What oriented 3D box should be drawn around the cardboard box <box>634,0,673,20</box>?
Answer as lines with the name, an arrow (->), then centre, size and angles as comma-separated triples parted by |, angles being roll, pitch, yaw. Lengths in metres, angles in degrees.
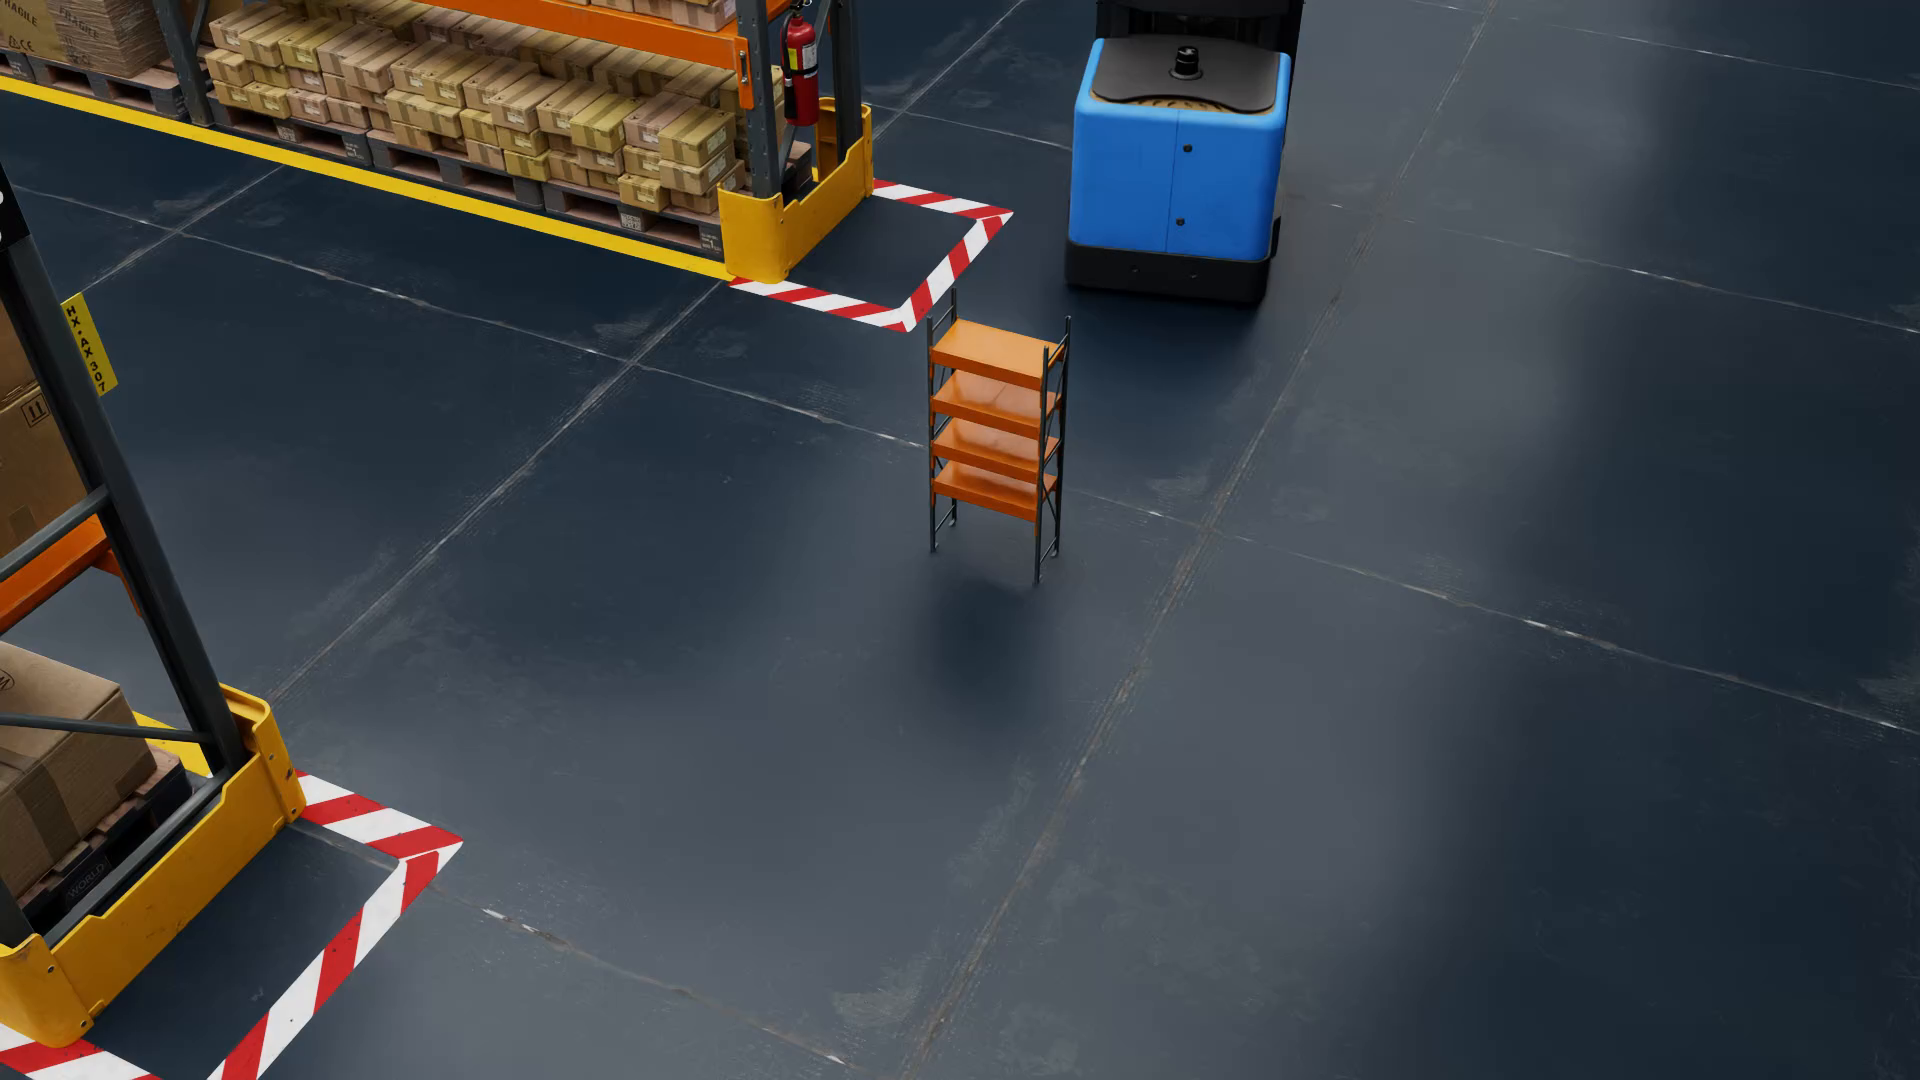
cardboard box -> -1.433, -2.766, 8.343 | 0.250, 0.149, 0.380 | 17, 44, 19

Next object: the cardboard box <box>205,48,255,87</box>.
cardboard box -> -4.240, -2.858, 9.886 | 0.250, 0.149, 0.380 | 19, 44, 21

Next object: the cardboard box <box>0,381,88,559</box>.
cardboard box -> -3.123, -0.222, 5.140 | 0.500, 0.500, 0.500 | 17, 44, 18

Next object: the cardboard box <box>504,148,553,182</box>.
cardboard box -> -2.339, -2.180, 9.331 | 0.250, 0.149, 0.380 | 15, 43, 17

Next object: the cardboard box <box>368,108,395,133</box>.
cardboard box -> -3.241, -2.539, 9.745 | 0.250, 0.149, 0.380 | 15, 43, 17

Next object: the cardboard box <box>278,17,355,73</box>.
cardboard box -> -3.734, -2.890, 9.696 | 0.250, 0.149, 0.380 | 16, 44, 18

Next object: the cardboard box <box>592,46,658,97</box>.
cardboard box -> -1.874, -2.670, 9.442 | 0.250, 0.149, 0.380 | 15, 43, 17

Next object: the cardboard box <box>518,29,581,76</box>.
cardboard box -> -2.340, -2.853, 9.653 | 0.250, 0.149, 0.380 | 18, 44, 19

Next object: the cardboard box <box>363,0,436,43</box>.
cardboard box -> -3.321, -3.087, 9.923 | 0.250, 0.149, 0.380 | 18, 44, 20

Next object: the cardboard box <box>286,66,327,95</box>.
cardboard box -> -3.736, -2.795, 9.814 | 0.250, 0.149, 0.380 | 17, 44, 18

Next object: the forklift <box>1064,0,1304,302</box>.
forklift -> 1.325, -3.300, 8.820 | 1.130, 2.935, 3.031 | 7, 41, 8

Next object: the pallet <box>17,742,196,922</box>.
pallet -> -3.567, 0.998, 5.938 | 1.213, 0.211, 1.003 | 17, 44, 19

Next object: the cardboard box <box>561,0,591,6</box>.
cardboard box -> -1.907, -2.883, 8.478 | 0.250, 0.149, 0.380 | 18, 44, 20

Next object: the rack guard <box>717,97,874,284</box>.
rack guard -> -0.877, -1.924, 9.088 | 0.348, 0.500, 1.175 | 17, 44, 19

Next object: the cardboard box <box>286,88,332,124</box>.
cardboard box -> -3.750, -2.633, 9.854 | 0.250, 0.149, 0.380 | 17, 44, 18

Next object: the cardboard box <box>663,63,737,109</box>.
cardboard box -> -1.440, -2.505, 9.252 | 0.250, 0.149, 0.380 | 18, 44, 19

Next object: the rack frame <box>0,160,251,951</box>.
rack frame -> -2.809, 0.119, 4.823 | 0.127, 3.000, 1.000 | 17, 44, 19

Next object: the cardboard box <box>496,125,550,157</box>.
cardboard box -> -2.353, -2.296, 9.238 | 0.250, 0.149, 0.380 | 18, 44, 19

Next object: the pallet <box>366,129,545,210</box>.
pallet -> -2.700, -2.399, 9.857 | 1.213, 0.211, 1.003 | 17, 44, 19

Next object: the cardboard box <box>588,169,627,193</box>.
cardboard box -> -1.852, -2.086, 9.222 | 0.250, 0.149, 0.380 | 17, 44, 18

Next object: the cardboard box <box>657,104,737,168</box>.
cardboard box -> -1.395, -2.150, 8.842 | 0.250, 0.149, 0.380 | 17, 44, 19

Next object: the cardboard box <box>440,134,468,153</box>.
cardboard box -> -2.776, -2.382, 9.564 | 0.250, 0.149, 0.380 | 18, 44, 20

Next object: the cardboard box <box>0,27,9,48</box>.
cardboard box -> -6.138, -3.511, 10.599 | 0.500, 0.500, 0.500 | 16, 43, 18

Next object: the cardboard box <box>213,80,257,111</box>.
cardboard box -> -4.239, -2.745, 9.982 | 0.250, 0.149, 0.380 | 15, 43, 17

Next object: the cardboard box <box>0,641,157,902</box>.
cardboard box -> -3.450, 0.805, 5.667 | 0.875, 0.438, 0.875 | 16, 43, 17

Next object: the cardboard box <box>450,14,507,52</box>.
cardboard box -> -2.787, -2.999, 9.822 | 0.250, 0.149, 0.380 | 16, 43, 17

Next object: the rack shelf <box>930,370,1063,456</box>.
rack shelf -> 0.150, -0.526, 6.702 | 0.480, 0.148, 0.258 | 17, 44, 19

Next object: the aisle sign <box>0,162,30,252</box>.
aisle sign -> -2.622, -1.016, 4.147 | 0.004, 0.787, 0.394 | 17, 44, 19

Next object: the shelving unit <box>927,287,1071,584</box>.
shelving unit -> 0.150, -0.408, 6.804 | 0.503, 1.200, 0.258 | 17, 44, 19

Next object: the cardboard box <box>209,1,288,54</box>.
cardboard box -> -4.208, -3.043, 9.872 | 0.250, 0.149, 0.380 | 19, 44, 20

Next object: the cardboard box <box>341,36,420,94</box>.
cardboard box -> -3.292, -2.713, 9.491 | 0.250, 0.149, 0.380 | 18, 44, 20

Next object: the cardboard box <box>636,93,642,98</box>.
cardboard box -> -1.844, -2.598, 9.587 | 0.250, 0.149, 0.380 | 18, 44, 20

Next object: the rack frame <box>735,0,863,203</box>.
rack frame -> -0.808, -2.847, 8.245 | 0.127, 3.000, 1.000 | 17, 44, 19

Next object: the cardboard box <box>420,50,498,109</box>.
cardboard box -> -2.803, -2.595, 9.355 | 0.250, 0.149, 0.380 | 17, 44, 19

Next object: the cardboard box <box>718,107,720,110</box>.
cardboard box -> -1.399, -2.448, 9.413 | 0.250, 0.149, 0.380 | 17, 44, 18

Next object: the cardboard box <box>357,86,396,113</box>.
cardboard box -> -3.254, -2.629, 9.622 | 0.250, 0.149, 0.380 | 19, 44, 21

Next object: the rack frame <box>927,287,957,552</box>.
rack frame -> -0.071, -0.475, 6.882 | 0.015, 1.200, 0.240 | 17, 44, 19

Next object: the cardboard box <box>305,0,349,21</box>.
cardboard box -> -3.752, -3.270, 10.134 | 0.250, 0.149, 0.380 | 18, 44, 19

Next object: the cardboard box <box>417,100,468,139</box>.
cardboard box -> -2.839, -2.438, 9.402 | 0.250, 0.149, 0.380 | 17, 44, 19

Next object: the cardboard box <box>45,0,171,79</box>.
cardboard box -> -5.210, -3.224, 10.268 | 0.500, 0.500, 0.500 | 16, 43, 18

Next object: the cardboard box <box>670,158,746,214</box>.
cardboard box -> -1.373, -1.950, 9.066 | 0.250, 0.149, 0.380 | 18, 44, 19

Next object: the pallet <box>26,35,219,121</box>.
pallet -> -5.139, -3.116, 10.684 | 1.213, 0.211, 1.003 | 17, 44, 19

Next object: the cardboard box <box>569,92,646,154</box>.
cardboard box -> -1.887, -2.249, 8.957 | 0.250, 0.149, 0.380 | 16, 43, 18

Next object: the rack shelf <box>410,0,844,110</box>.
rack shelf -> -2.621, -3.129, 9.119 | 4.000, 0.370, 1.077 | 17, 44, 19

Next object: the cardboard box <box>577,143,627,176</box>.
cardboard box -> -1.879, -2.161, 9.081 | 0.250, 0.149, 0.380 | 15, 43, 17

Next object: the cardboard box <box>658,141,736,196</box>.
cardboard box -> -1.407, -2.018, 8.917 | 0.250, 0.149, 0.380 | 16, 43, 18

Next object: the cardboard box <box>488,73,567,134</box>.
cardboard box -> -2.362, -2.400, 9.131 | 0.250, 0.149, 0.380 | 19, 44, 20

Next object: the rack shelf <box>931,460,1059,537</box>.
rack shelf -> 0.150, -0.207, 6.978 | 0.480, 0.148, 0.258 | 17, 44, 19
